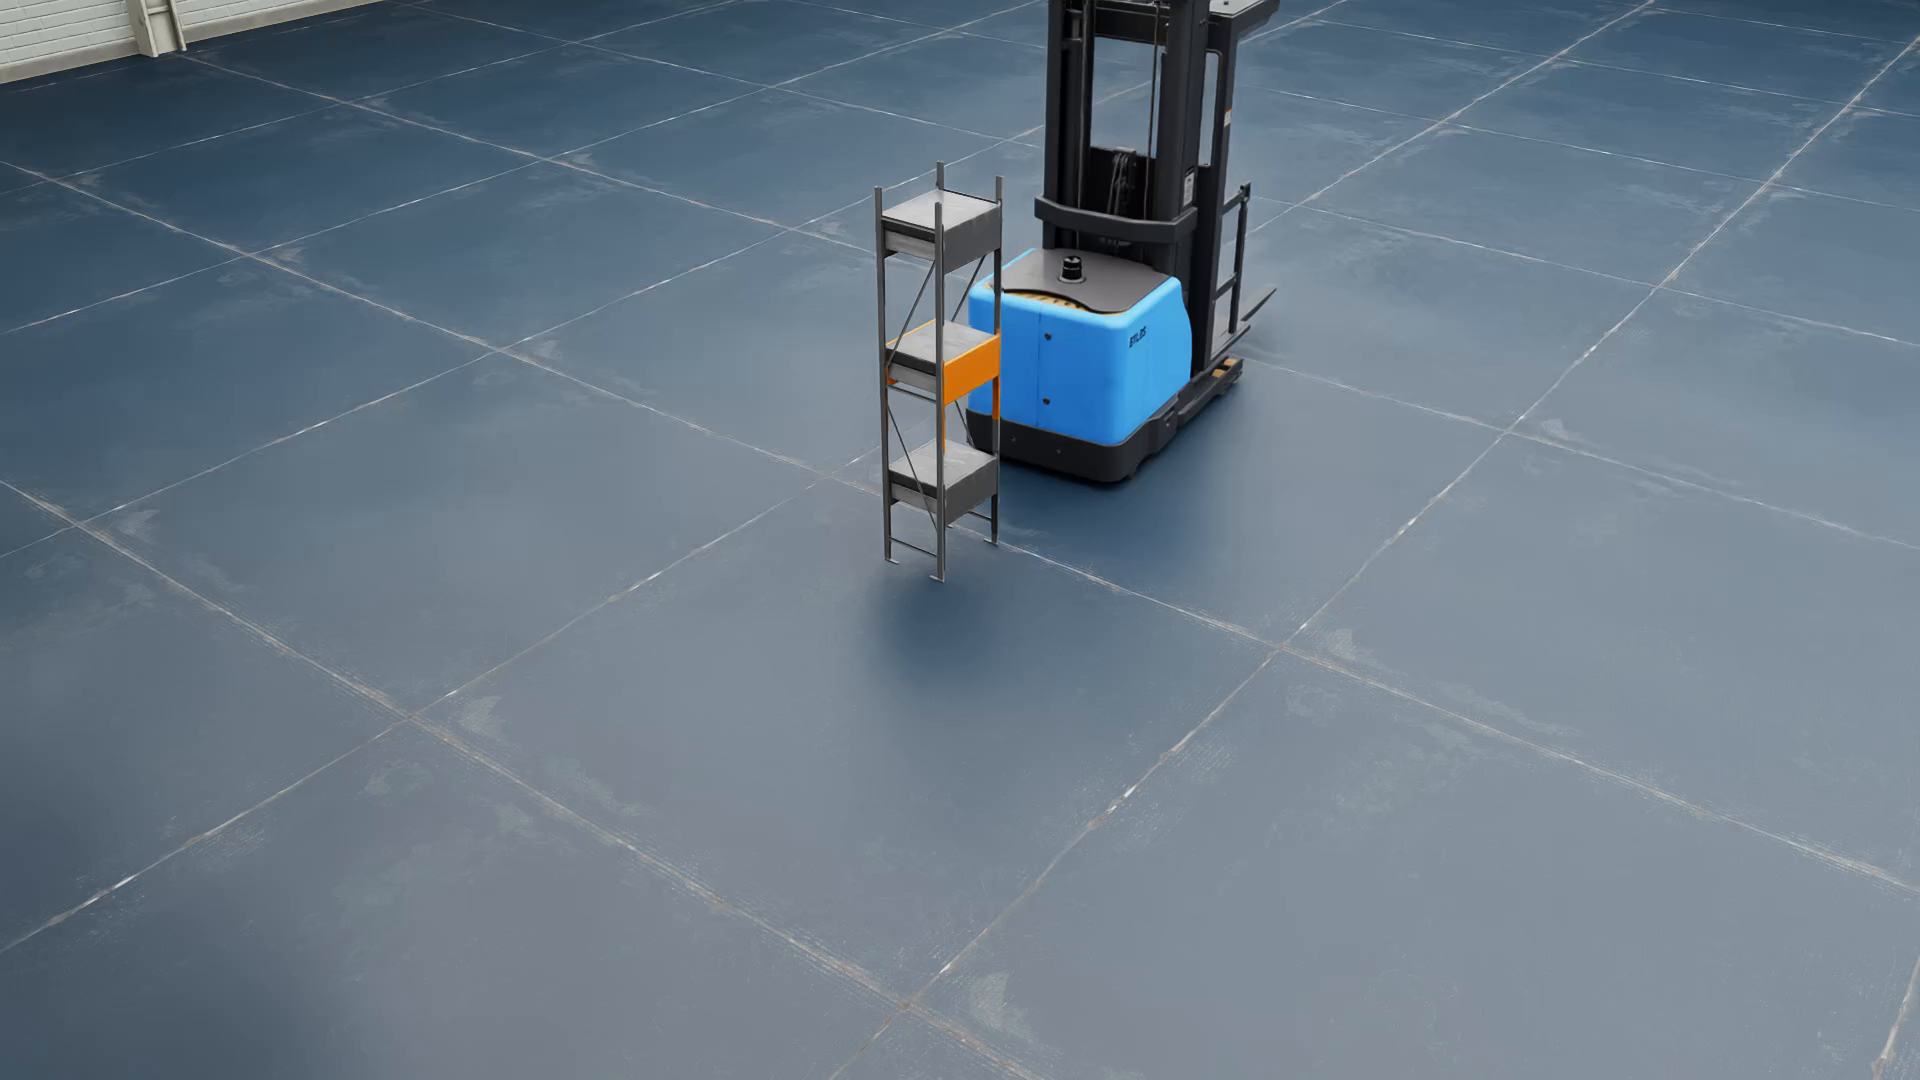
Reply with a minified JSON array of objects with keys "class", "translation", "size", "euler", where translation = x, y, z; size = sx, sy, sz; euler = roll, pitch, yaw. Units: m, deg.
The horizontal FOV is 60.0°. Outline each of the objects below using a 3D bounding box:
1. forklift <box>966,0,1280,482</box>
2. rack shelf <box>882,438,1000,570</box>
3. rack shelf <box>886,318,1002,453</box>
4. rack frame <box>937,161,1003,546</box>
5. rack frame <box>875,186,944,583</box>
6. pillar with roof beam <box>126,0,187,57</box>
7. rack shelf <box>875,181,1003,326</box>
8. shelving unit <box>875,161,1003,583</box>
[{"class":"forklift","translation":[1.214,-2.315,10.281],"size":[1.130,2.935,3.031],"euler":[17,34,26]},{"class":"rack shelf","translation":[-0.100,-0.222,8.965],"size":[0.431,0.518,0.480],"euler":[21,37,31]},{"class":"rack shelf","translation":[-0.100,-0.824,8.608],"size":[0.431,0.518,0.480],"euler":[21,37,31]},{"class":"rack frame","translation":[0.047,-0.935,8.769],"size":[0.400,2.100,0.015],"euler":[21,37,31]},{"class":"rack frame","translation":[-0.247,-0.737,8.434],"size":[0.400,2.100,0.015],"euler":[21,37,31]},{"class":"pillar with roof beam","translation":[-5.362,-7.936,13.815],"size":[9.100,9.000,0.400],"euler":[21,37,31]},{"class":"rack shelf","translation":[-0.100,-1.426,8.251],"size":[0.431,0.518,0.480],"euler":[21,37,31]},{"class":"shelving unit","translation":[-0.100,-0.836,8.601],"size":[0.431,2.100,0.503],"euler":[21,37,31]}]
